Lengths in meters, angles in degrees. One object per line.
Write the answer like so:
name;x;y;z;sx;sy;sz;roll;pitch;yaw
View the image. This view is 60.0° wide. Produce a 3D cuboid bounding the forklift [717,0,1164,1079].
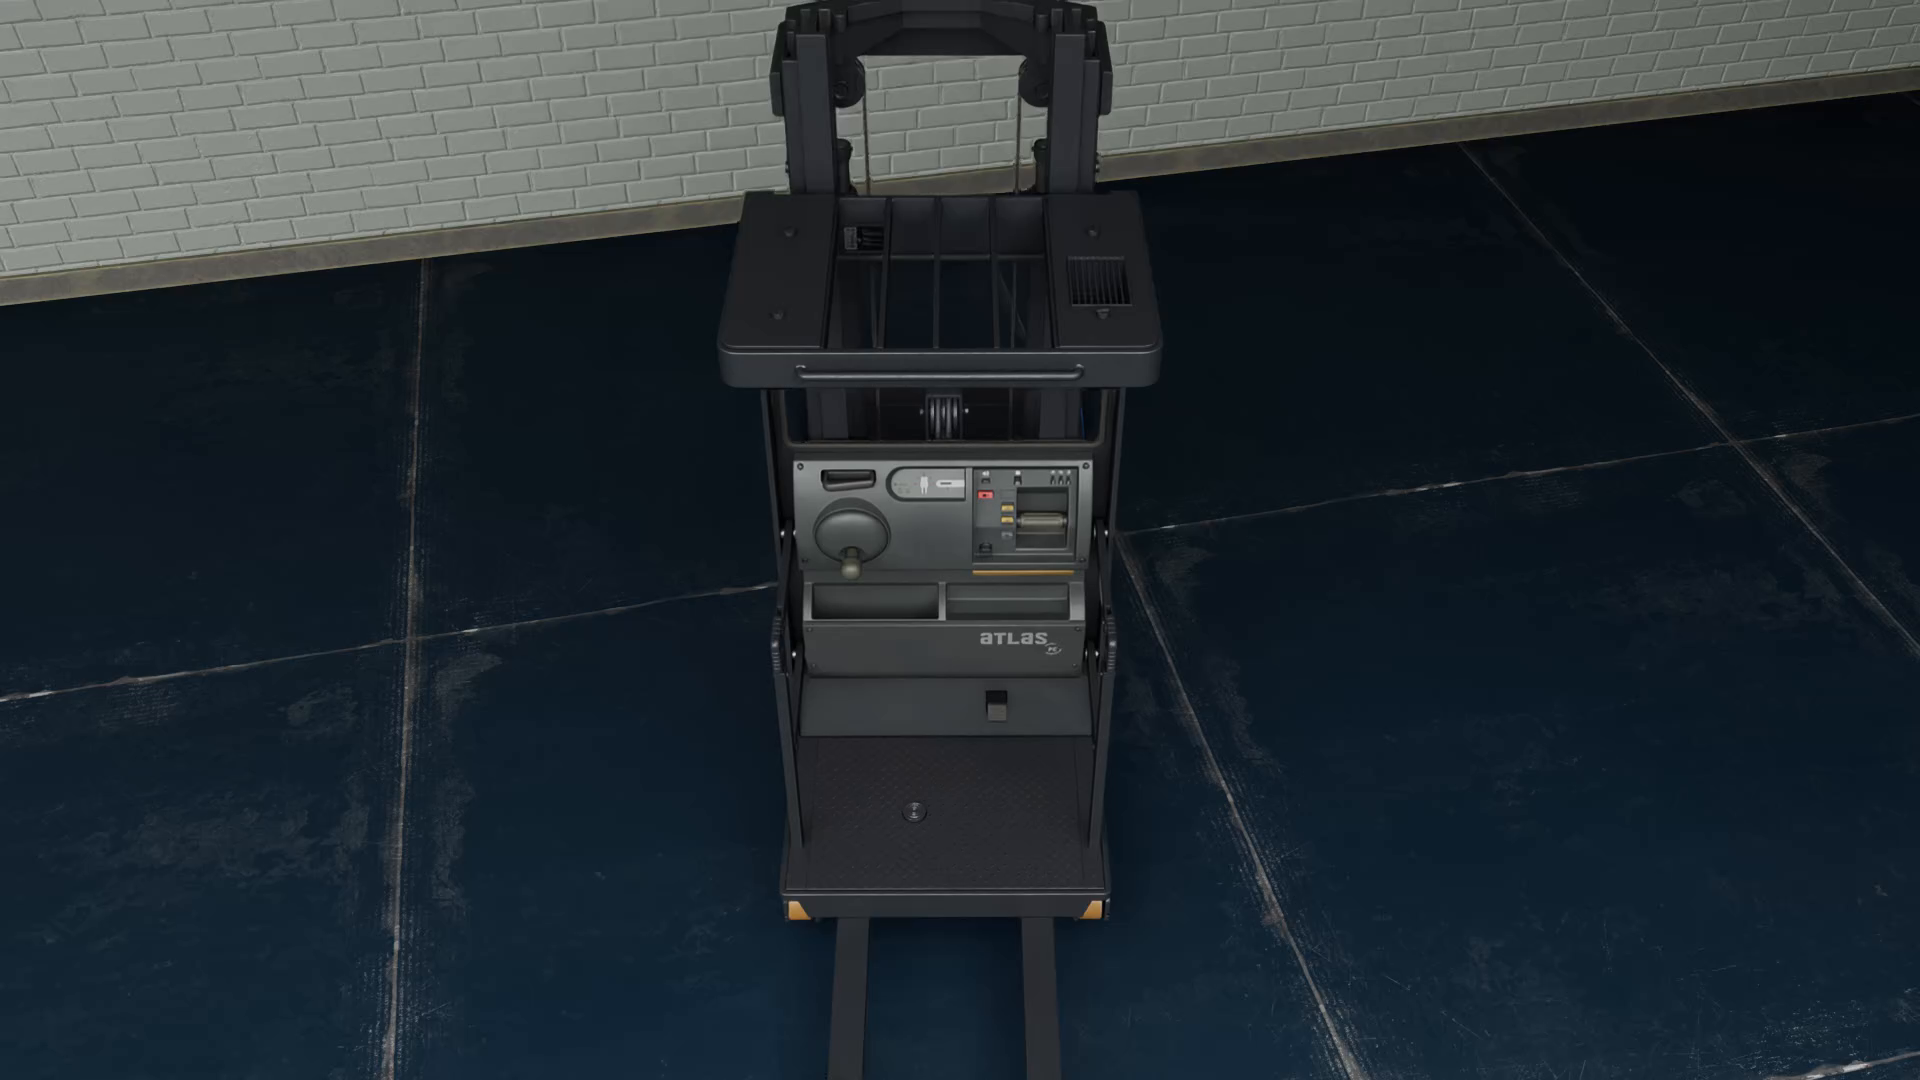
forklift;-0.049;0.008;5.033;1.130;2.935;3.031;0;42;0
